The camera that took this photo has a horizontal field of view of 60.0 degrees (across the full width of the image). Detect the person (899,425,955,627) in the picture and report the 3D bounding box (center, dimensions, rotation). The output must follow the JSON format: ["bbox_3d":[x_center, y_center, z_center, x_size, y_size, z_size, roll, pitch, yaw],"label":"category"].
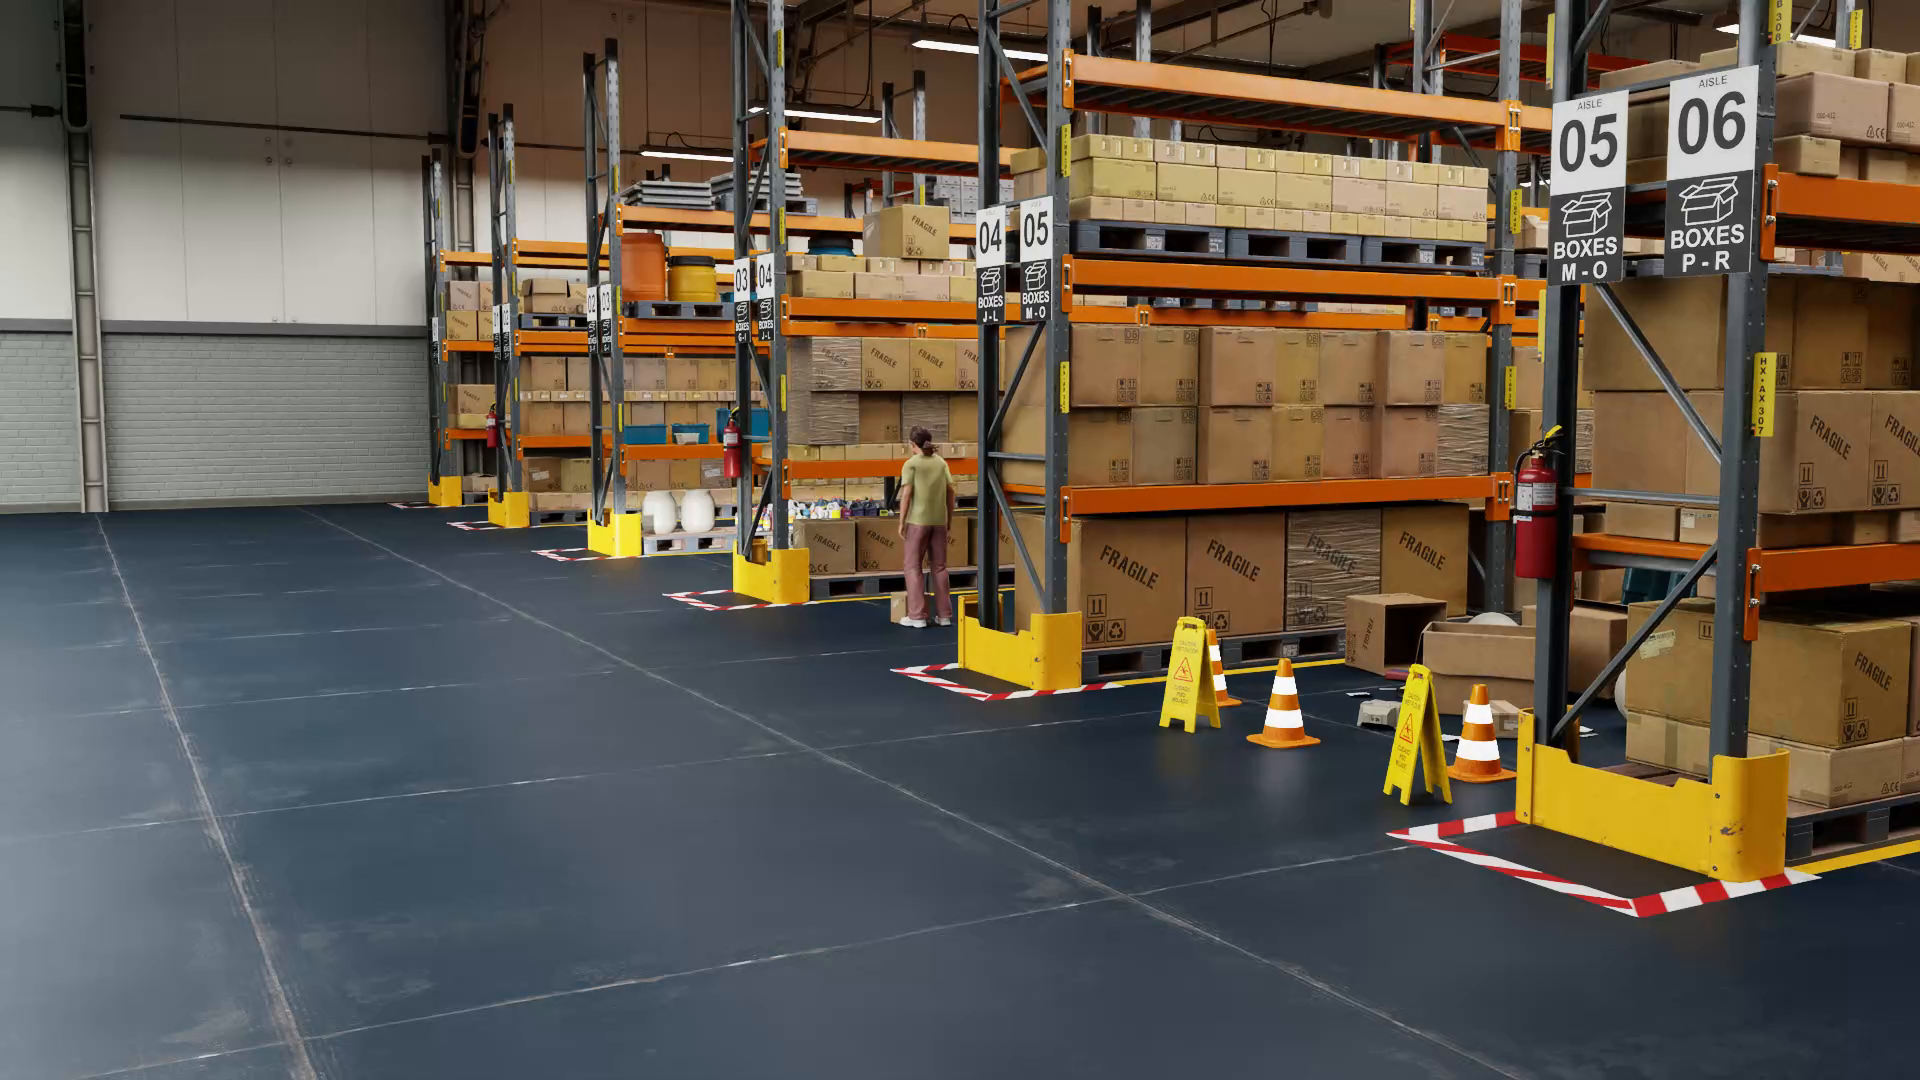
[{"bbox_3d":[-0.287,-0.118,13.787,0.500,1.673,0.355,-3,6,-29],"label":"person"}]
